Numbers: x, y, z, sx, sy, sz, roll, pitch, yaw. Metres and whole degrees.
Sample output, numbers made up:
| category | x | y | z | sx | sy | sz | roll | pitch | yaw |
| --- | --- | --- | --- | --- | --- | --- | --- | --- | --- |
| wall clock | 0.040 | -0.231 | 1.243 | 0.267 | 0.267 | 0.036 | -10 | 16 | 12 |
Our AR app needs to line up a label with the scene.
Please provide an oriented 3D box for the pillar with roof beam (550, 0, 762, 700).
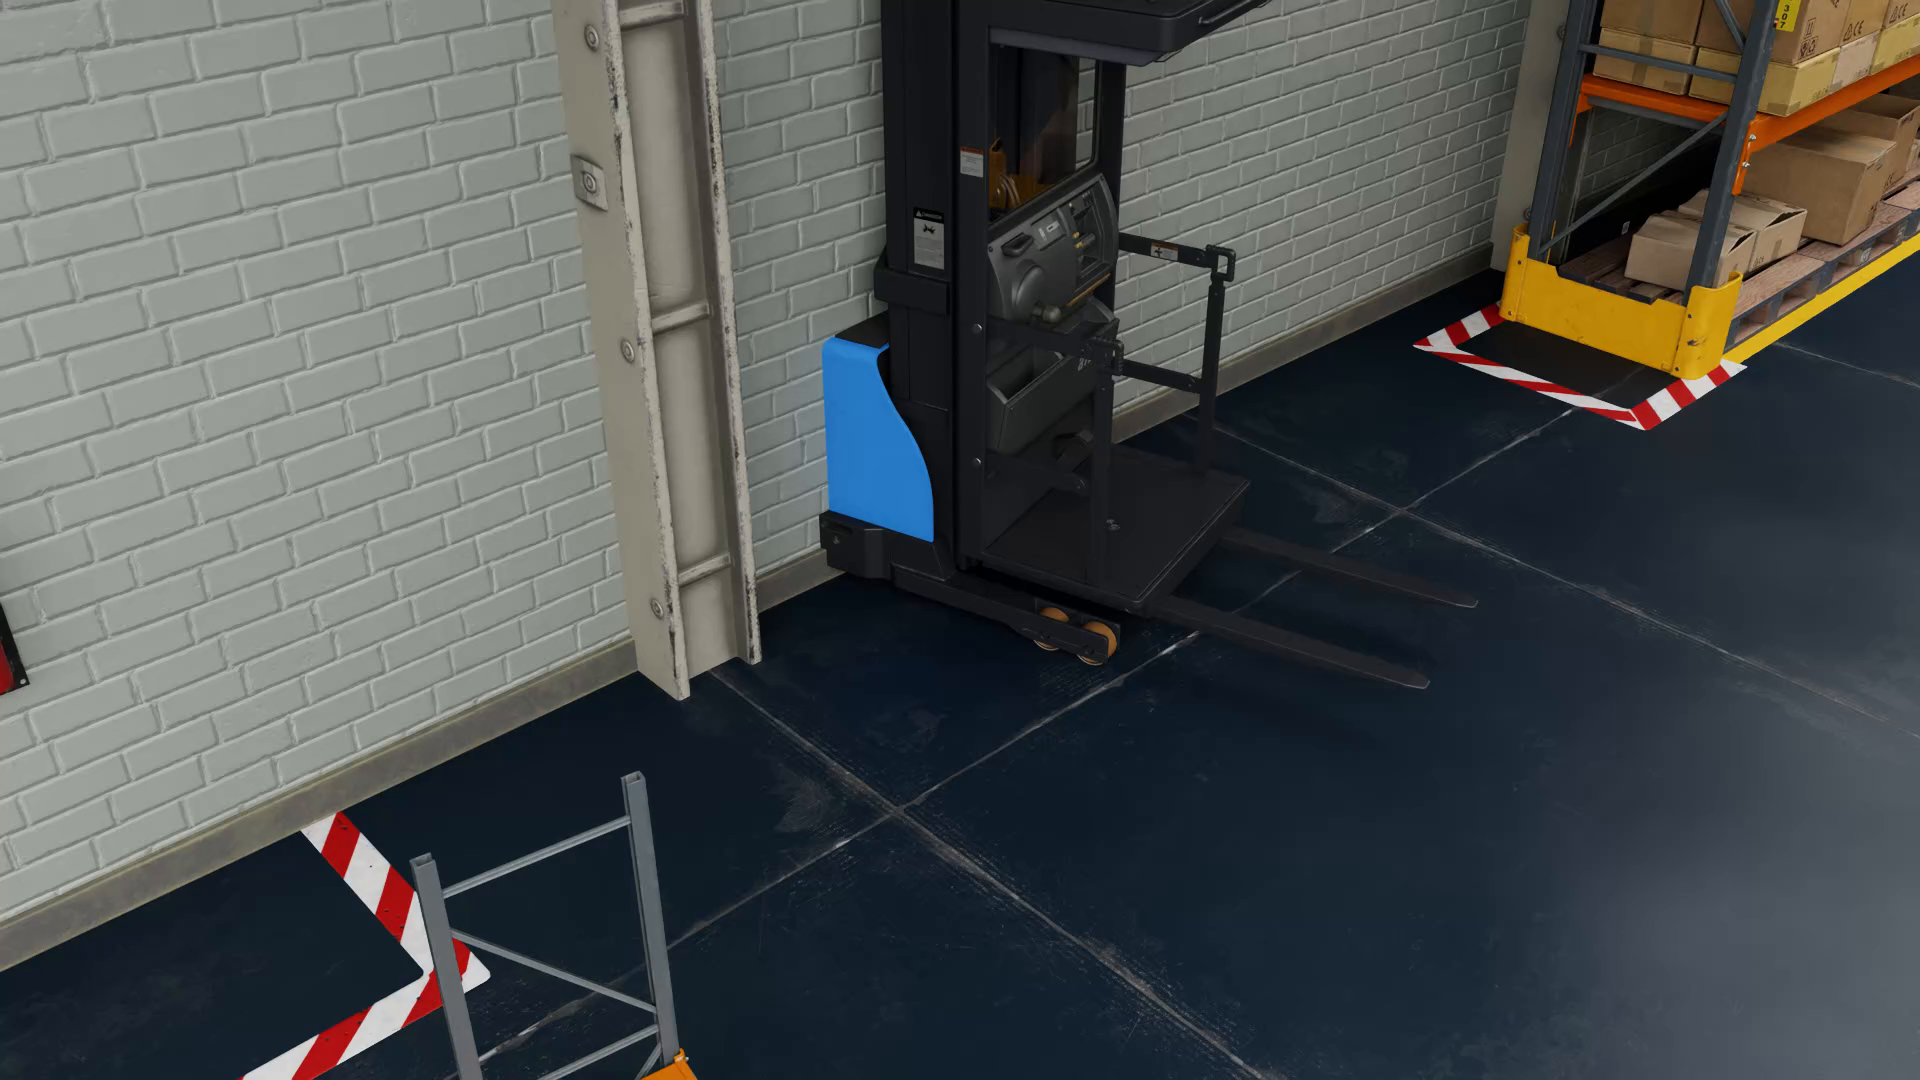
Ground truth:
| category | x | y | z | sx | sy | sz | roll | pitch | yaw |
| --- | --- | --- | --- | --- | --- | --- | --- | --- | --- |
| pillar with roof beam | 1.909 | -1.715 | 1.429 | 0.400 | 9.000 | 9.100 | -26 | 40 | -35 |

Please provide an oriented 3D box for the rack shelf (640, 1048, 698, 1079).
| category | x | y | z | sx | sy | sz | roll | pitch | yaw |
| --- | --- | --- | --- | --- | --- | --- | --- | --- | --- |
| rack shelf | -0.601 | 1.587 | 3.562 | 0.538 | 0.185 | 1.000 | -19 | 36 | -29 |

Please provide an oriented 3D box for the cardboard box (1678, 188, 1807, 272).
| category | x | y | z | sx | sy | sz | roll | pitch | yaw |
| --- | --- | --- | --- | --- | --- | --- | --- | --- | --- |
| cardboard box | 4.443 | -1.805 | 9.482 | 0.500 | 0.311 | 0.500 | -22 | 38 | -32 |

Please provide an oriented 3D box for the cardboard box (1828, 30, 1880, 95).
| category | x | y | z | sx | sy | sz | roll | pitch | yaw |
| --- | --- | --- | --- | --- | --- | --- | --- | --- | --- |
| cardboard box | 4.402 | -2.537 | 8.649 | 0.500 | 0.250 | 0.500 | -27 | 41 | -37 |

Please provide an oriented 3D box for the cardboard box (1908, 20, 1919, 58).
| category | x | y | z | sx | sy | sz | roll | pitch | yaw |
| --- | --- | --- | --- | --- | --- | --- | --- | --- | --- |
| cardboard box | 5.151 | -2.894 | 9.232 | 0.500 | 0.250 | 0.500 | -25 | 40 | -35 |

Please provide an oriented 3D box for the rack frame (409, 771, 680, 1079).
| category | x | y | z | sx | sy | sz | roll | pitch | yaw |
| --- | --- | --- | --- | --- | --- | --- | --- | --- | --- |
| rack frame | -0.887 | 1.214 | 3.827 | 0.500 | 1.500 | 0.032 | -19 | 36 | -29 |

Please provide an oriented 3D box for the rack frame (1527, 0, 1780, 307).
| category | x | y | z | sx | sy | sz | roll | pitch | yaw |
| --- | --- | --- | --- | --- | --- | --- | --- | --- | --- |
| rack frame | 3.457 | -2.351 | 8.220 | 0.127 | 3.000 | 1.000 | -26 | 40 | -35 |

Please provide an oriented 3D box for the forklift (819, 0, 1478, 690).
| category | x | y | z | sx | sy | sz | roll | pitch | yaw |
| --- | --- | --- | --- | --- | --- | --- | --- | --- | --- |
| forklift | 0.539 | -1.082 | 6.210 | 3.031 | 2.935 | 1.130 | 17 | 35 | 26 |

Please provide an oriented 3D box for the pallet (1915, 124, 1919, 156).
| category | x | y | z | sx | sy | sz | roll | pitch | yaw |
| --- | --- | --- | --- | --- | --- | --- | --- | --- | --- |
| pallet | 6.960 | -2.857 | 11.720 | 1.213 | 0.211 | 1.003 | -26 | 40 | -35 |

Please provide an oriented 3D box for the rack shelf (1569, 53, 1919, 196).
| category | x | y | z | sx | sy | sz | roll | pitch | yaw |
| --- | --- | --- | --- | --- | --- | --- | --- | --- | --- |
| rack shelf | 4.923 | -2.754 | 9.568 | 4.000 | 0.370 | 1.077 | -26 | 40 | -35 |

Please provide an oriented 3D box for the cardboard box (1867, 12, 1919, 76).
| category | x | y | z | sx | sy | sz | roll | pitch | yaw |
| --- | --- | --- | --- | --- | --- | --- | --- | --- | --- |
| cardboard box | 4.779 | -2.716 | 8.940 | 0.500 | 0.250 | 0.500 | -27 | 40 | -36 |

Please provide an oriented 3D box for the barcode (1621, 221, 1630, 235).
| category | x | y | z | sx | sy | sz | roll | pitch | yaw |
| --- | --- | --- | --- | --- | --- | --- | --- | --- | --- |
| barcode | 3.767 | -1.766 | 9.410 | 0.075 | 0.075 | 0.001 | -26 | 40 | -35 |

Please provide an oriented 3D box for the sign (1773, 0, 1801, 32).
| category | x | y | z | sx | sy | sz | roll | pitch | yaw |
| --- | --- | --- | --- | --- | --- | --- | --- | --- | --- |
| sign | 3.826 | -2.513 | 7.655 | 0.005 | 0.325 | 0.100 | -26 | 40 | -35 |

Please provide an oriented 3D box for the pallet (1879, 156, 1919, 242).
| category | x | y | z | sx | sy | sz | roll | pitch | yaw |
| --- | --- | --- | --- | --- | --- | --- | --- | --- | --- |
| pallet | 5.922 | -2.329 | 10.856 | 1.213 | 0.211 | 1.003 | -26 | 40 | -35 |

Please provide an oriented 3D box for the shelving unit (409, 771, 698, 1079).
| category | x | y | z | sx | sy | sz | roll | pitch | yaw |
| --- | --- | --- | --- | --- | --- | --- | --- | --- | --- |
| shelving unit | -0.606 | 1.429 | 3.475 | 0.587 | 1.500 | 1.083 | -19 | 36 | -29 |

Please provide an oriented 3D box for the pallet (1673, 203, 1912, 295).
| category | x | y | z | sx | sy | sz | roll | pitch | yaw |
| --- | --- | --- | --- | --- | --- | --- | --- | --- | --- |
| pallet | 5.027 | -1.894 | 10.145 | 1.213 | 0.211 | 1.003 | -26 | 40 | -35 |

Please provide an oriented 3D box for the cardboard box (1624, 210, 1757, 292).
| category | x | y | z | sx | sy | sz | roll | pitch | yaw |
| --- | --- | --- | --- | --- | --- | --- | --- | --- | --- |
| cardboard box | 4.025 | -1.603 | 9.152 | 0.500 | 0.311 | 0.500 | 24 | 39 | 34 |

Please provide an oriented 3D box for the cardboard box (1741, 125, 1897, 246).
| category | x | y | z | sx | sy | sz | roll | pitch | yaw |
| --- | --- | --- | --- | --- | --- | --- | --- | --- | --- |
| cardboard box | 5.015 | -2.127 | 9.827 | 0.700 | 0.500 | 0.500 | 26 | 40 | 36 |

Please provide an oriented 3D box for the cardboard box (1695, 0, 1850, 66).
| category | x | y | z | sx | sy | sz | roll | pitch | yaw |
| --- | --- | --- | --- | --- | --- | --- | --- | --- | --- |
| cardboard box | 4.011 | -2.670 | 8.147 | 0.500 | 0.500 | 0.500 | -26 | 40 | -35 |

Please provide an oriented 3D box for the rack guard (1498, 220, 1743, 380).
| category | x | y | z | sx | sy | sz | roll | pitch | yaw |
| --- | --- | --- | --- | --- | --- | --- | --- | --- | --- |
| rack guard | 3.513 | -1.312 | 8.916 | 0.348 | 0.500 | 1.175 | -26 | 40 | -35 |

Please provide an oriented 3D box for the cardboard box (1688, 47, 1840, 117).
| category | x | y | z | sx | sy | sz | roll | pitch | yaw |
| --- | --- | --- | --- | --- | --- | --- | --- | --- | --- |
| cardboard box | 4.031 | -2.348 | 8.338 | 0.500 | 0.250 | 0.500 | -27 | 41 | -37 |

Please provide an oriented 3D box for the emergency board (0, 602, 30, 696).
| category | x | y | z | sx | sy | sz | roll | pitch | yaw |
| --- | --- | --- | --- | --- | --- | --- | --- | --- | --- |
| emergency board | -2.856 | 0.060 | 4.277 | 0.643 | 1.169 | 0.194 | -26 | 40 | -35 |

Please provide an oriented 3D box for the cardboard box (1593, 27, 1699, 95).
| category | x | y | z | sx | sy | sz | roll | pitch | yaw |
| --- | --- | --- | --- | --- | --- | --- | --- | --- | --- |
| cardboard box | 3.668 | -2.536 | 8.646 | 0.500 | 0.250 | 0.500 | -25 | 39 | -35 |

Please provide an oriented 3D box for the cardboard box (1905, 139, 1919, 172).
| category | x | y | z | sx | sy | sz | roll | pitch | yaw |
| --- | --- | --- | --- | --- | --- | --- | --- | --- | --- |
| cardboard box | 6.018 | -2.548 | 10.836 | 0.380 | 0.166 | 0.250 | 23 | 38 | 33 |

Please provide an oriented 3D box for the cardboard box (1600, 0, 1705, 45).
| category | x | y | z | sx | sy | sz | roll | pitch | yaw |
| --- | --- | --- | --- | --- | --- | --- | --- | --- | --- |
| cardboard box | 3.658 | -2.864 | 8.465 | 0.500 | 0.500 | 0.500 | -26 | 40 | -36 |

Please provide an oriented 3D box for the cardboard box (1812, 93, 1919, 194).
| category | x | y | z | sx | sy | sz | roll | pitch | yaw |
| --- | --- | --- | --- | --- | --- | --- | --- | --- | --- |
| cardboard box | 5.656 | -2.508 | 10.451 | 0.500 | 0.500 | 0.500 | 26 | 40 | 35 |

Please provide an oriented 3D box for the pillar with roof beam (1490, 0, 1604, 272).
| category | x | y | z | sx | sy | sz | roll | pitch | yaw |
| --- | --- | --- | --- | --- | --- | --- | --- | --- | --- |
| pillar with roof beam | 6.309 | -3.843 | 4.909 | 0.400 | 9.000 | 9.100 | -26 | 40 | -35 |

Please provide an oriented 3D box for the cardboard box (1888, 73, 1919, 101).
| category | x | y | z | sx | sy | sz | roll | pitch | yaw |
| --- | --- | --- | --- | --- | --- | --- | --- | --- | --- |
| cardboard box | 6.918 | -3.159 | 11.515 | 0.500 | 0.500 | 0.700 | -24 | 39 | -34 |

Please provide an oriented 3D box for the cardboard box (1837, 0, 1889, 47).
| category | x | y | z | sx | sy | sz | roll | pitch | yaw |
| --- | --- | --- | --- | --- | --- | --- | --- | --- | --- |
| cardboard box | 4.380 | -2.842 | 8.428 | 0.500 | 0.500 | 0.500 | -26 | 40 | -35 |

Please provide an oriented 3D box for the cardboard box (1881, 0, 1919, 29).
| category | x | y | z | sx | sy | sz | roll | pitch | yaw |
| --- | --- | --- | --- | --- | --- | --- | --- | --- | --- |
| cardboard box | 4.764 | -3.023 | 8.723 | 0.500 | 0.500 | 0.500 | -27 | 41 | -37 |

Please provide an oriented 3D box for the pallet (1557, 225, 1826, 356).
| category | x | y | z | sx | sy | sz | roll | pitch | yaw |
| --- | --- | --- | --- | --- | --- | --- | --- | --- | --- |
| pallet | 4.132 | -1.463 | 9.441 | 1.213 | 0.211 | 1.003 | -26 | 40 | -35 |
